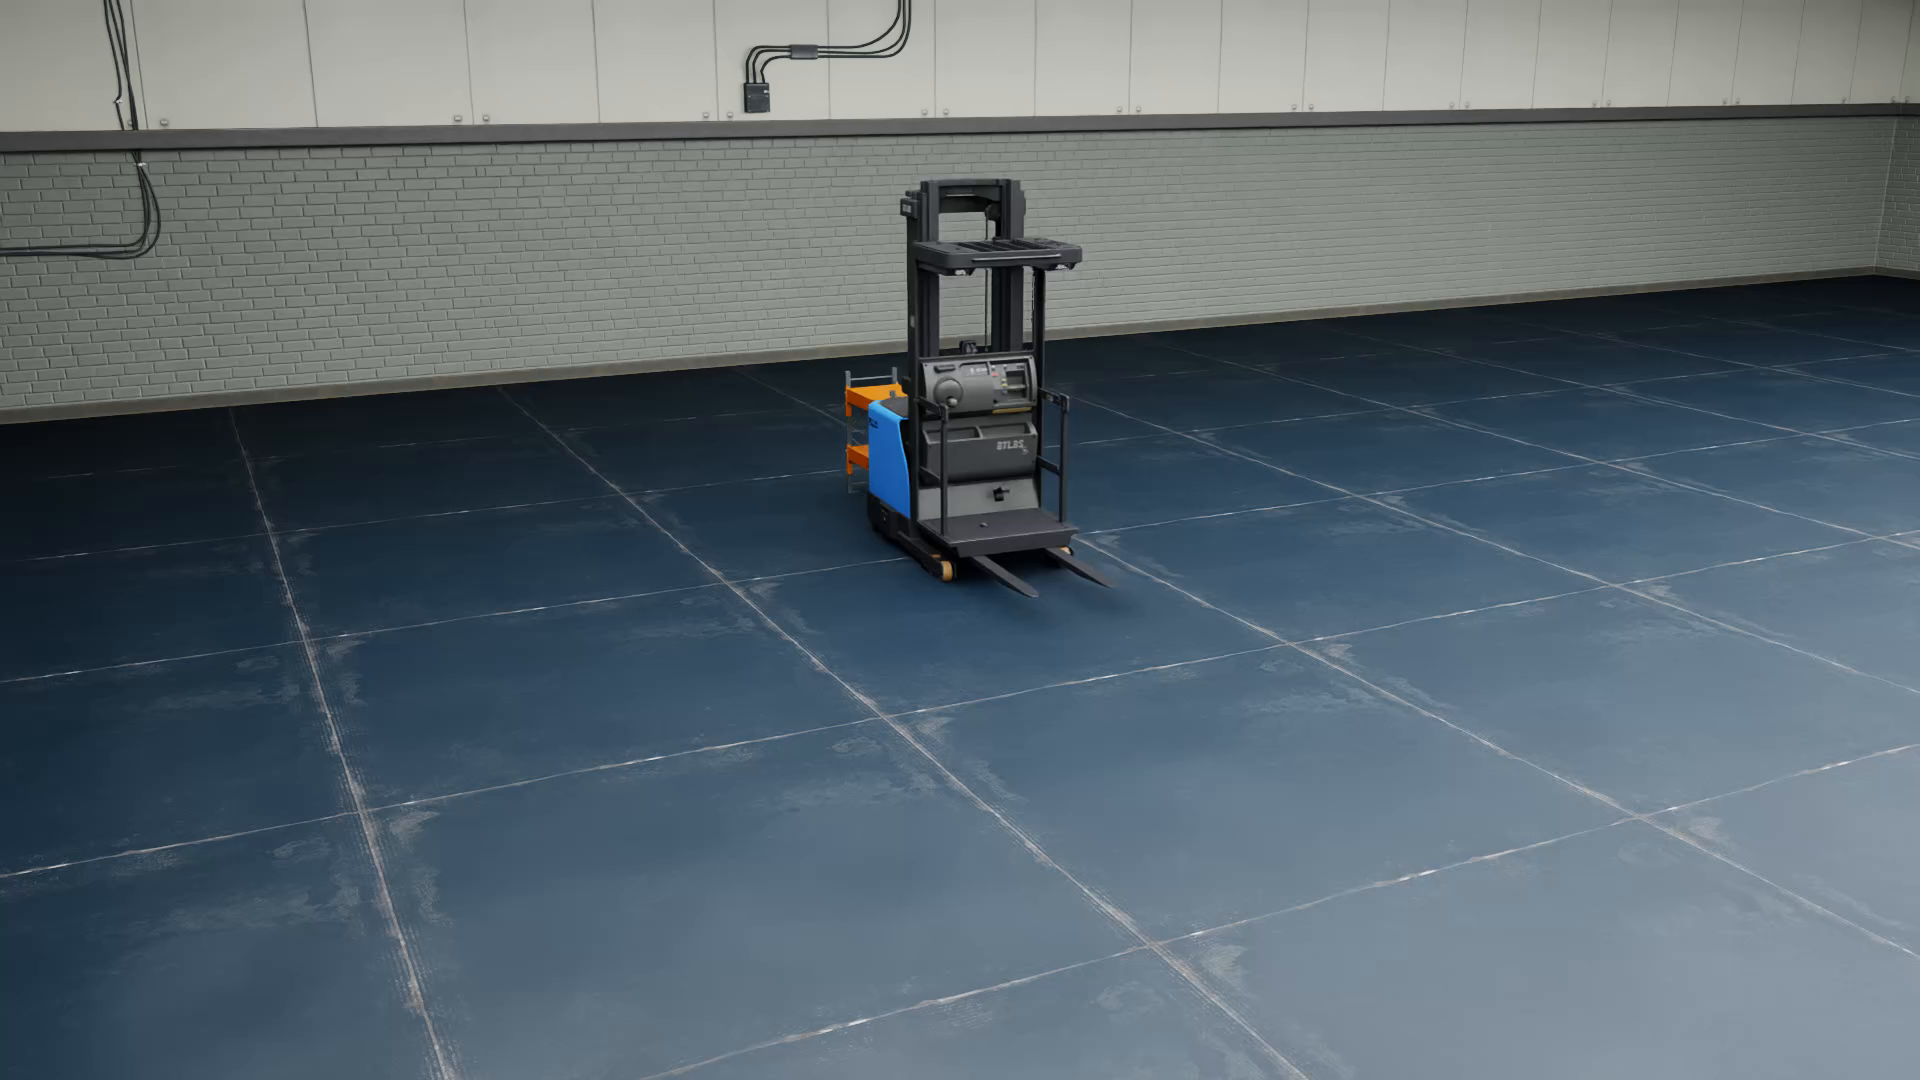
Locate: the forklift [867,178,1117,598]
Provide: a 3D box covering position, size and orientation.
[{"bbox_3d":[0.238,-1.219,12.685,1.130,2.935,3.031,-6,17,-21],"label":"forklift"}]

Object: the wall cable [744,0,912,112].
[{"bbox_3d":[-1.644,-8.393,20.517,2.305,6.003,0.169,-8,18,-25],"label":"wall cable"}]

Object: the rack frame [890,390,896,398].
[{"bbox_3d":[-0.366,-0.752,14.333,0.500,1.125,0.032,-8,18,-25],"label":"rack frame"}]

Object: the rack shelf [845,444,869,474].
[{"bbox_3d":[-0.586,-0.644,14.841,0.538,0.278,1.000,-8,18,-25],"label":"rack shelf"}]

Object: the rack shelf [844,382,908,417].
[{"bbox_3d":[-0.586,-1.160,14.693,0.538,0.278,1.000,-8,18,-25],"label":"rack shelf"}]

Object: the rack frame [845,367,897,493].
[{"bbox_3d":[-0.807,-1.005,15.213,0.500,1.125,0.032,-8,18,-25],"label":"rack frame"}]

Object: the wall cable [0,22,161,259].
[{"bbox_3d":[-10.185,-4.122,17.431,3.097,2.526,0.112,-8,18,-25],"label":"wall cable"}]

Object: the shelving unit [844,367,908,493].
[{"bbox_3d":[-0.586,-0.879,14.773,0.538,1.125,1.048,-8,18,-25],"label":"shelving unit"}]

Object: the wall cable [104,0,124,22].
[{"bbox_3d":[-7.753,-6.877,17.873,3.097,2.526,0.112,-8,18,-25],"label":"wall cable"}]
